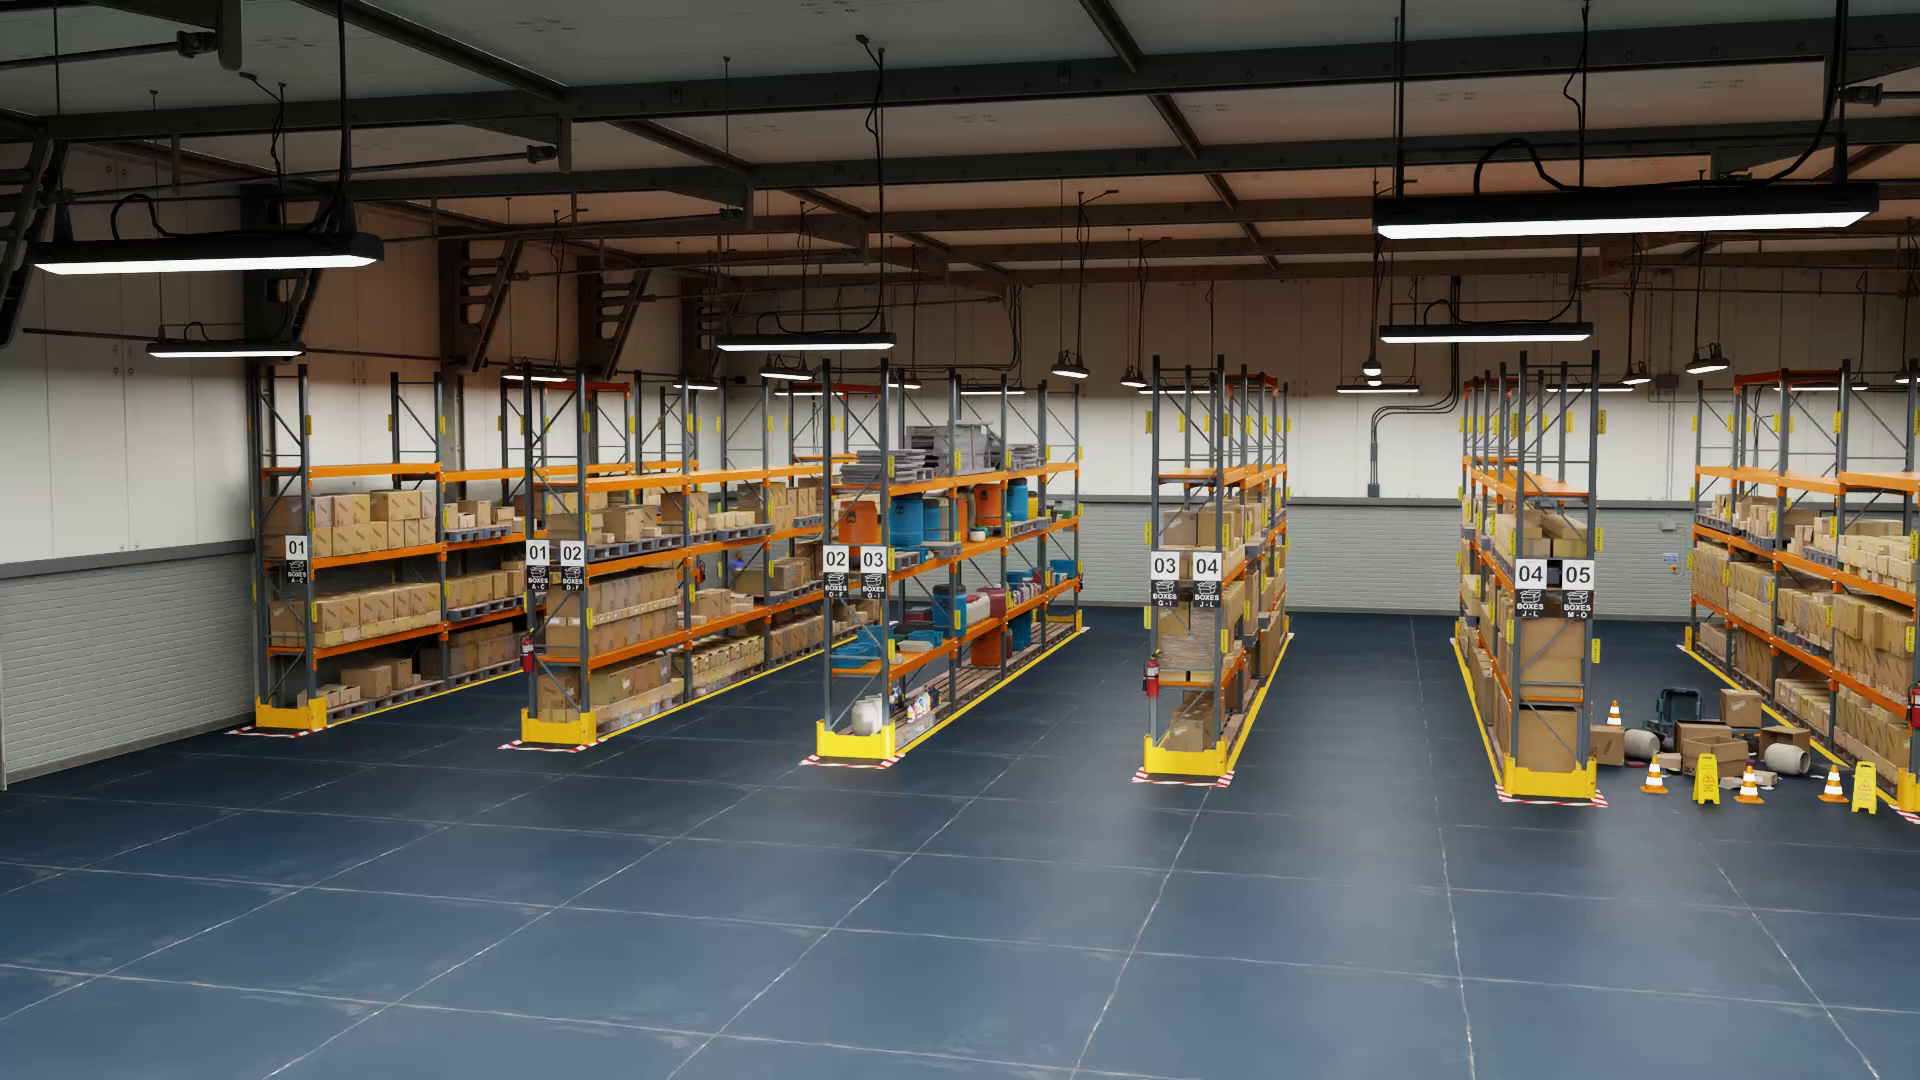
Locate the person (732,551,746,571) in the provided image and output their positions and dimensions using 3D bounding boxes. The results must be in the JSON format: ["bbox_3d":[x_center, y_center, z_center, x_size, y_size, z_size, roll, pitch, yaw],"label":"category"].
[{"bbox_3d":[-5.798,1.188,44.099,0.497,1.574,0.478,2,4,22],"label":"person"}]
